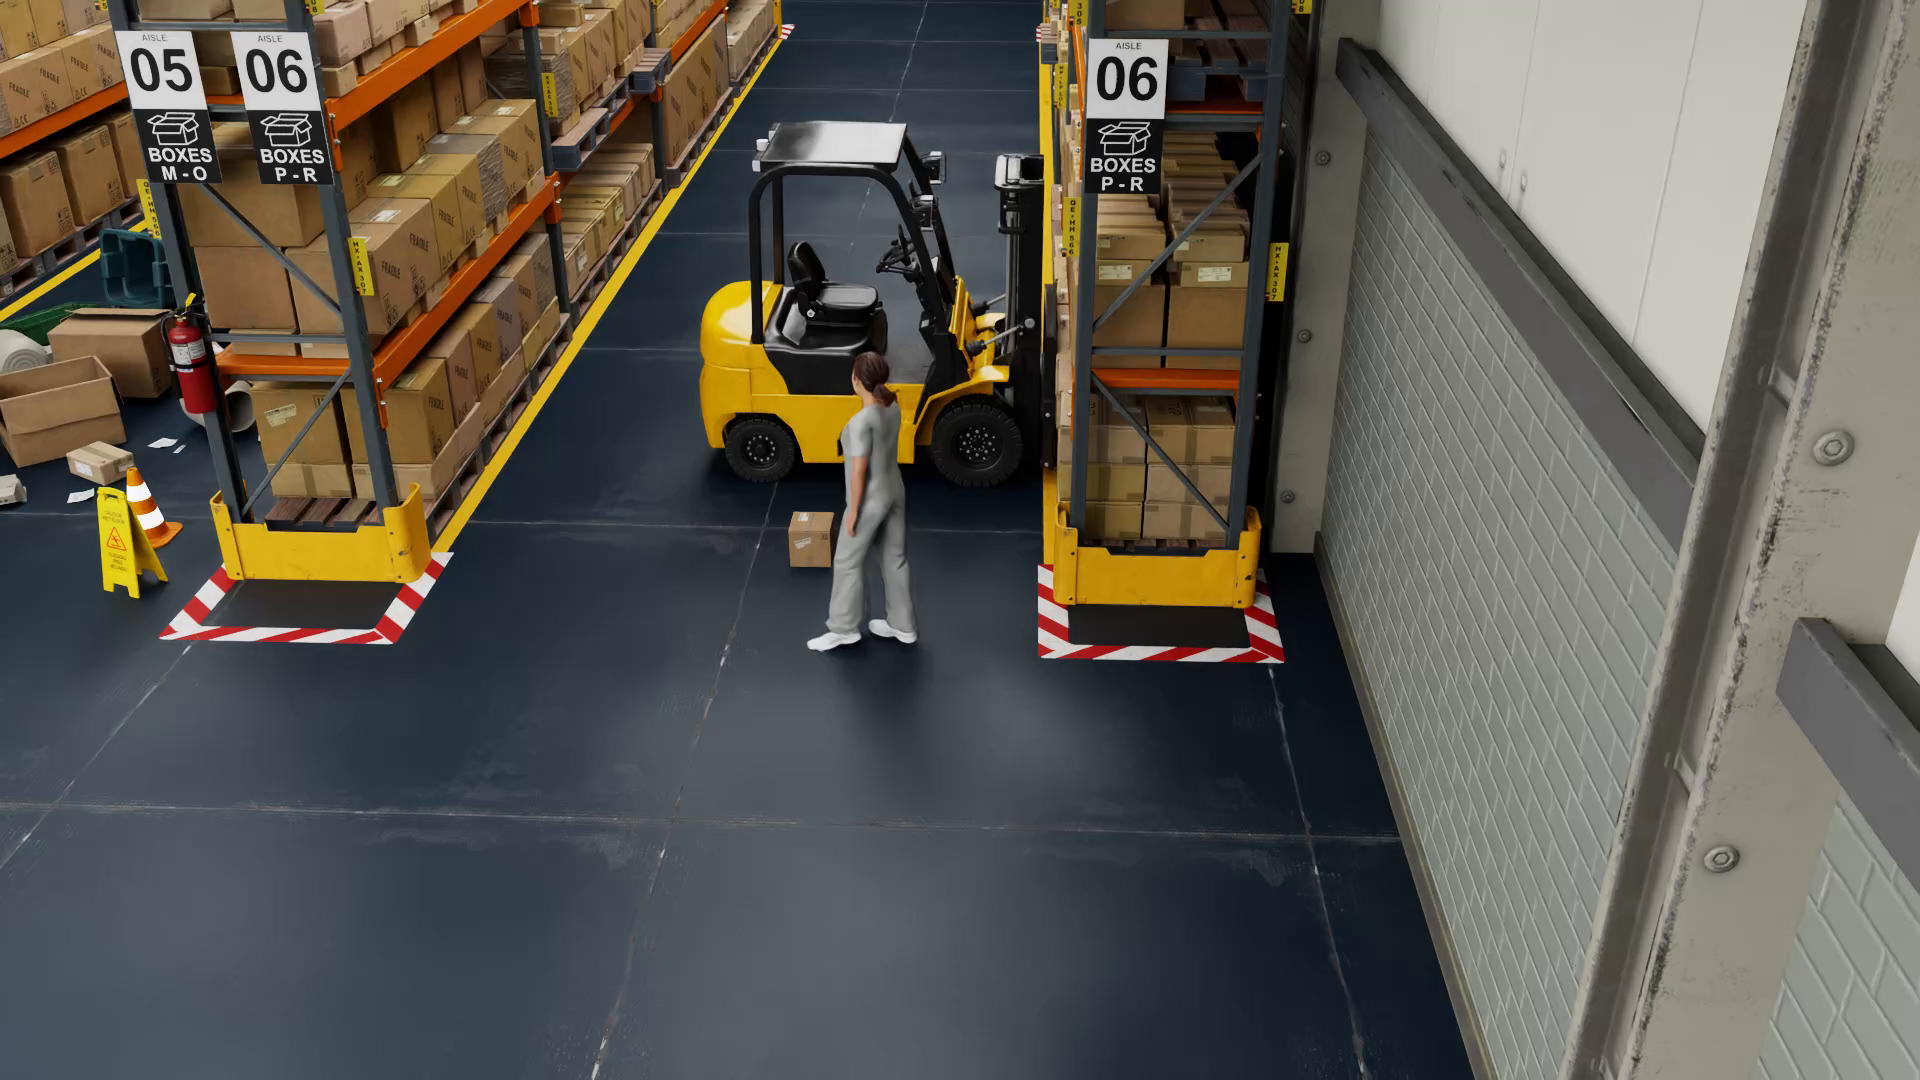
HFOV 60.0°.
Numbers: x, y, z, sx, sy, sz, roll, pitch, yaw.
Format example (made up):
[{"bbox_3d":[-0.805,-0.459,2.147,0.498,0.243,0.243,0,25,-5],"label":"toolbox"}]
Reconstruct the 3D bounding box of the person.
[{"bbox_3d":[-0.496,-0.185,8.977,0.530,1.699,0.557,16,32,27],"label":"person"}]
